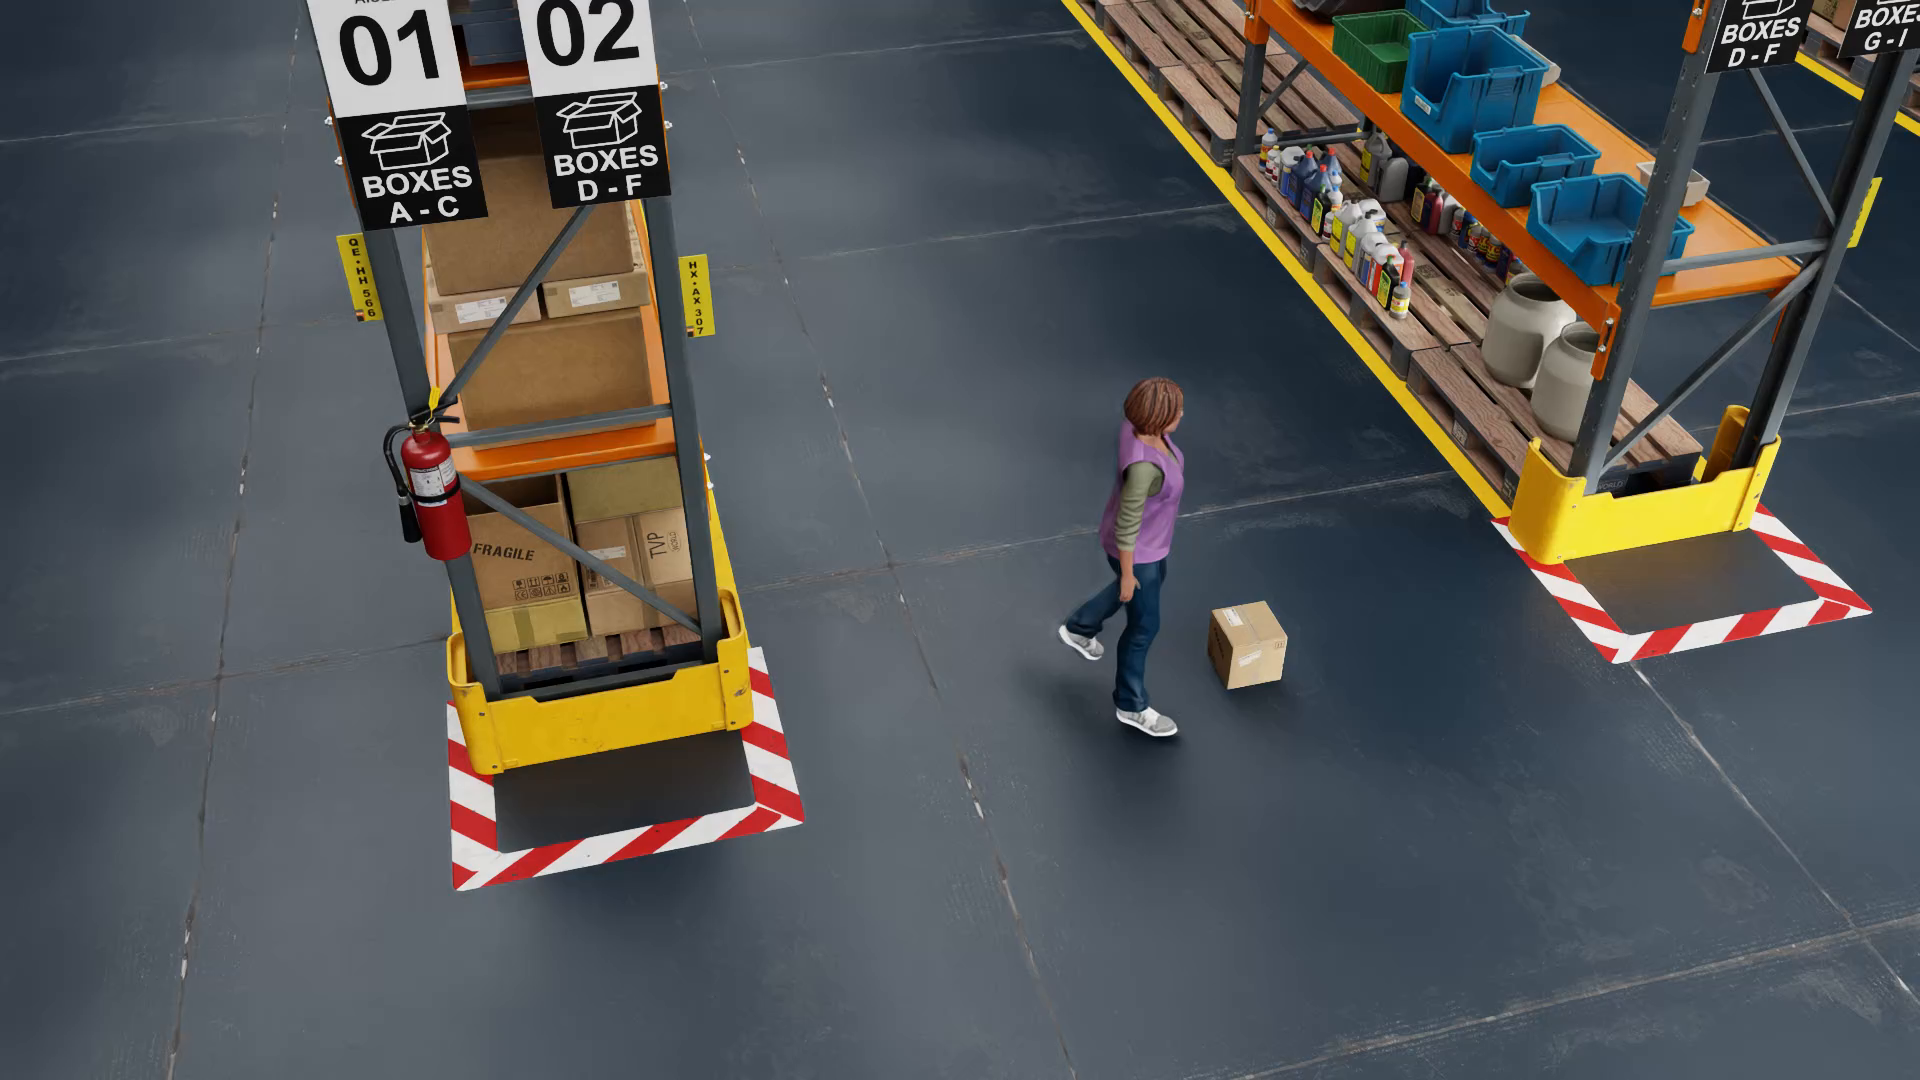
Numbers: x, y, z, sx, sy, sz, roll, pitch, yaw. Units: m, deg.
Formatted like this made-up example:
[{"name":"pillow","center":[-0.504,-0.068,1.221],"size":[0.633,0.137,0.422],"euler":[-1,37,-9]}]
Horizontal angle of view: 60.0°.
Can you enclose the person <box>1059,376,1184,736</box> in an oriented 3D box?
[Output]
[{"name":"person","center":[0.670,0.028,6.656],"size":[0.510,1.594,0.539],"euler":[3,39,3]}]
